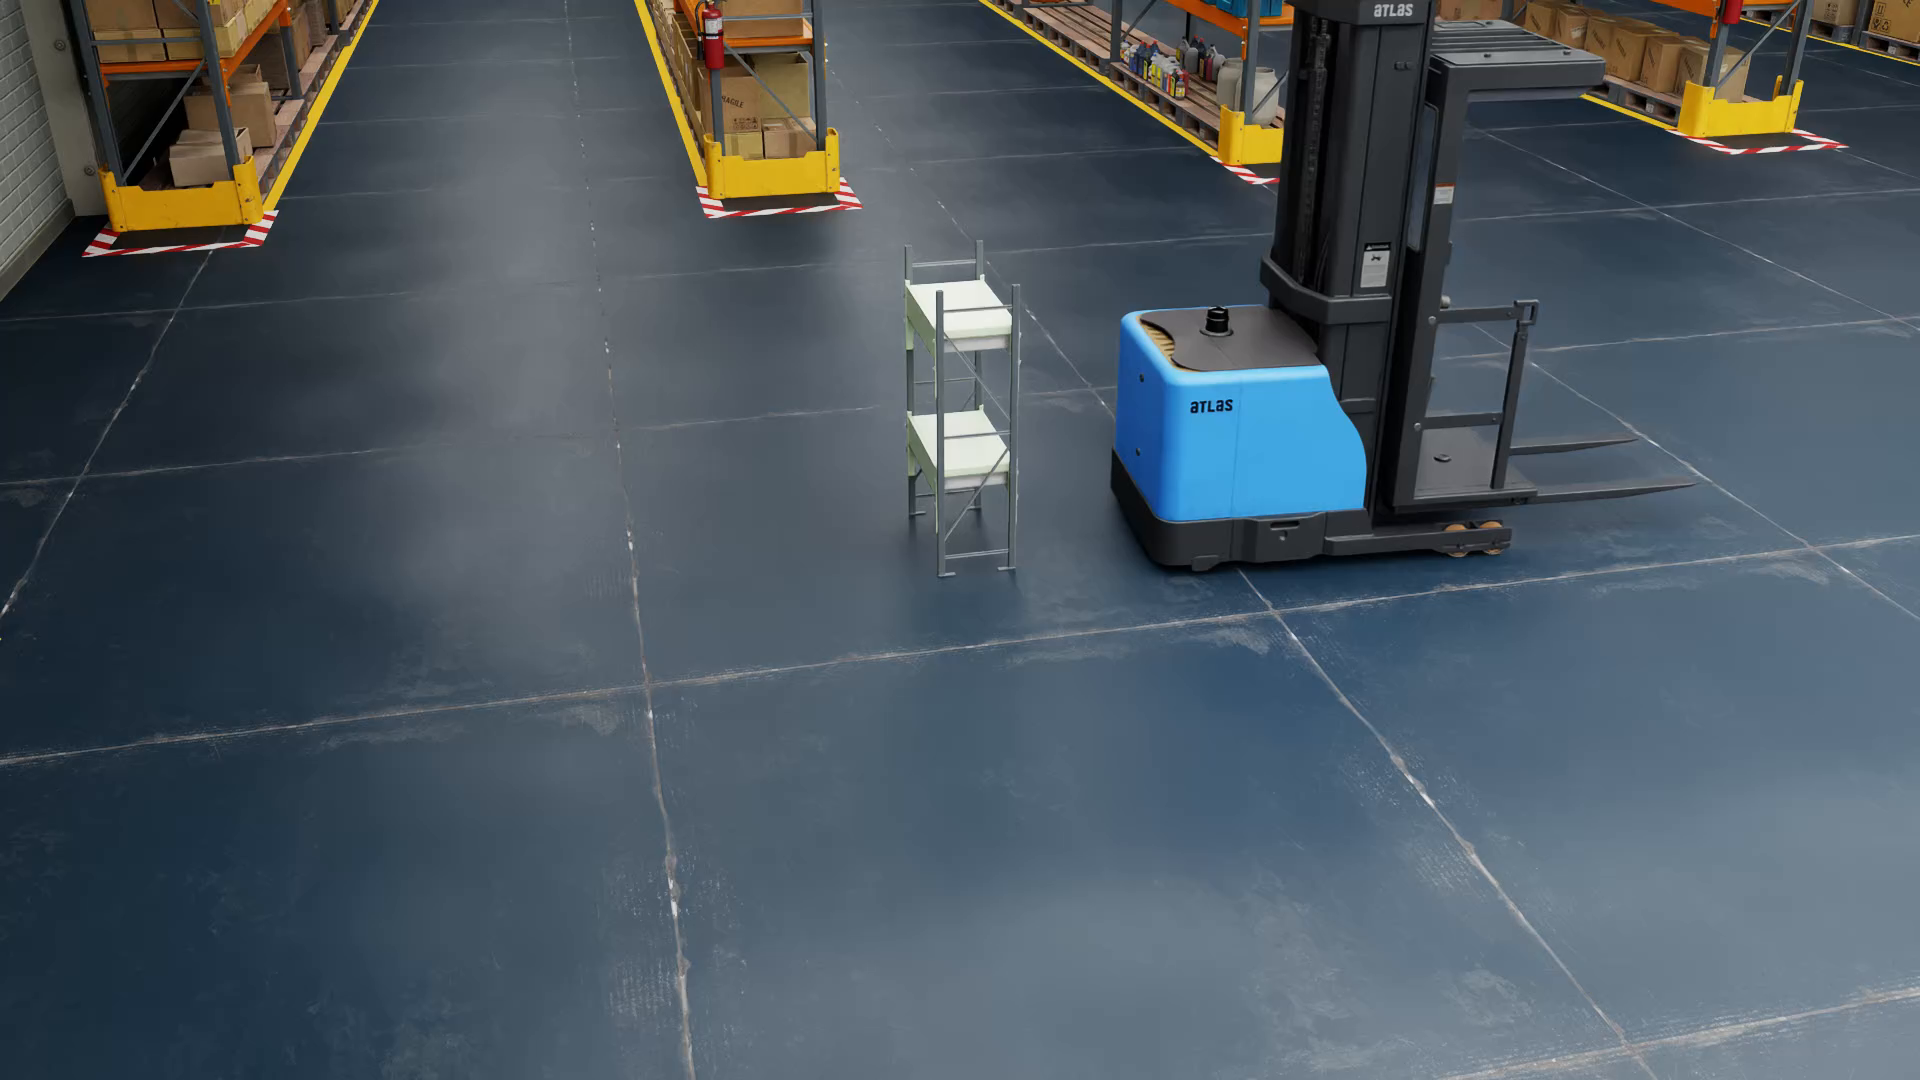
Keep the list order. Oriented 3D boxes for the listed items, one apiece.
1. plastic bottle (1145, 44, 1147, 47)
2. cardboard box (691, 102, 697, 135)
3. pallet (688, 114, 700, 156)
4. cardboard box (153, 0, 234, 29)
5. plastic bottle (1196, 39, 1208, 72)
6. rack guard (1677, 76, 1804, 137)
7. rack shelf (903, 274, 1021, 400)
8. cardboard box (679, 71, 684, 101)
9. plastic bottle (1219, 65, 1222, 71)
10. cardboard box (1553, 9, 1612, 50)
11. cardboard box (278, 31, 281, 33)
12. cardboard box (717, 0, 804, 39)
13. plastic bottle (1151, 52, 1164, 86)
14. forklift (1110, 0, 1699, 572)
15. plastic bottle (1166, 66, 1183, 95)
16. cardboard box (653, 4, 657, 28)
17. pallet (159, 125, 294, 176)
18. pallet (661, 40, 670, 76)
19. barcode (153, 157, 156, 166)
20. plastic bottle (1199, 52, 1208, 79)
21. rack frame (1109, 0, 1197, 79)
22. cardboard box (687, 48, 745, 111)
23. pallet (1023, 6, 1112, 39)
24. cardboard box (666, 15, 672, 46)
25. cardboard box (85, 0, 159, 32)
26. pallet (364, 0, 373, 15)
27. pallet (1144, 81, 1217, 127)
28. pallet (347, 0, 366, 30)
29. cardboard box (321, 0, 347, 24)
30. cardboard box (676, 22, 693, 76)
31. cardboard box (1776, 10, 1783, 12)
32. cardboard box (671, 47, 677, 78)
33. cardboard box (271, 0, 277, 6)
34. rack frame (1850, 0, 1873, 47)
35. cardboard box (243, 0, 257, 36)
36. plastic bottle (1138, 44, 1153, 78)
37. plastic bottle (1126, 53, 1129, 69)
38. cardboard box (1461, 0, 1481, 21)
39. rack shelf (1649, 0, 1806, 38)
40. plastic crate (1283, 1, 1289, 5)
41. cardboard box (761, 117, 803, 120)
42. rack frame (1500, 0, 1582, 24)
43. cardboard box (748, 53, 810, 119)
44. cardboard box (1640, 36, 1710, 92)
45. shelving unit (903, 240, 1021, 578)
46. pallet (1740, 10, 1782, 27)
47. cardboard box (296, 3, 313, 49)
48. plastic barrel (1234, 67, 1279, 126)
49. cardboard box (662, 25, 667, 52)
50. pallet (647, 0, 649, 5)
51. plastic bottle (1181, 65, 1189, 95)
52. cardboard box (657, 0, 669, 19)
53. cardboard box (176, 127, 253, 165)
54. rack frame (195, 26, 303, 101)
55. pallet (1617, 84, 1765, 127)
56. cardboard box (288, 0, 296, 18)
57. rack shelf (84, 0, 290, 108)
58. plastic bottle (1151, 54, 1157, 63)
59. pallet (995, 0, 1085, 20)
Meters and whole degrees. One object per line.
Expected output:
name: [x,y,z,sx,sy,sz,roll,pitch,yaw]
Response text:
plastic bottle: [2.090,-5.429,18.703,0.061,0.283,0.133,-6,27,-12]
cardboard box: [-2.331,-4.103,16.136,0.500,0.250,0.500,-6,27,-12]
pallet: [-2.168,-4.122,16.681,1.003,0.211,1.213,-6,27,-12]
cardboard box: [-6.324,-4.513,13.673,0.500,0.500,0.500,-6,27,-12]
plastic bottle: [2.711,-5.434,18.638,0.144,0.351,0.185,-7,28,-14]
rack guard: [7.952,-4.422,16.956,1.175,0.500,0.348,-6,27,-12]
rack shelf: [0.002,-1.015,8.230,0.431,0.370,0.720,-6,27,-12]
cardboard box: [-2.668,-4.762,17.441,0.500,0.250,0.500,-6,27,-12]
plastic bottle: [2.870,-5.105,18.152,0.097,0.201,0.097,0,27,0]
cardboard box: [7.255,-5.902,19.422,0.500,0.500,0.500,2,27,5]
cardboard box: [-7.758,-5.375,18.357,0.700,0.500,0.500,-6,27,-13]
cardboard box: [-1.776,-4.751,14.723,0.700,0.500,0.500,-6,27,-12]
plastic bottle: [2.158,-5.106,17.988,0.144,0.351,0.185,-6,27,-12]
forklift: [2.393,-1.451,8.371,3.031,2.935,1.130,-4,27,-8]
plastic bottle: [2.272,-4.857,17.579,0.152,0.276,0.135,-6,27,-11]
cardboard box: [-3.655,-6.713,21.306,0.500,0.250,0.500,-6,27,-12]
pallet: [-6.946,-3.679,15.805,1.003,0.211,1.213,-6,27,-12]
pallet: [-3.068,-5.868,20.141,1.003,0.211,1.213,-6,27,-12]
barcode: [-6.971,-3.276,14.397,0.001,0.075,0.075,-6,27,-12]
plastic bottle: [2.690,-5.240,18.330,0.061,0.283,0.133,-6,27,-12]
rack frame: [2.242,-6.758,18.810,1.000,3.000,0.127,-6,27,-12]
cardboard box: [-2.334,-4.438,15.967,0.500,0.500,0.500,-6,27,-12]
pallet: [1.477,-6.925,22.235,1.003,0.211,1.213,-6,27,-12]
cardboard box: [-3.079,-5.843,18.961,0.500,0.311,0.500,-5,27,-10]
cardboard box: [-6.822,-4.458,13.565,0.500,0.500,0.500,-6,27,-12]
pallet: [-8.966,-7.688,23.747,1.003,0.211,1.213,-6,27,-12]
pallet: [2.631,-4.677,17.782,1.003,0.211,1.213,-6,27,-12]
pallet: [-8.688,-7.151,22.684,1.003,0.211,1.213,-6,27,-12]
cardboard box: [-8.350,-7.072,21.351,0.750,0.750,0.750,-6,27,-12]
cardboard box: [-2.665,-5.097,17.273,0.500,0.500,0.500,-6,27,-12]
cardboard box: [11.481,-7.590,22.490,1.050,0.750,0.750,-6,27,-12]
cardboard box: [-2.961,-5.369,18.644,0.500,0.250,0.500,-6,27,-12]
cardboard box: [-6.904,-5.297,16.060,0.500,0.250,0.500,-6,27,-11]
rack frame: [11.922,-7.720,20.716,1.000,3.000,0.127,-6,27,-12]
cardboard box: [-6.550,-4.635,14.748,0.500,0.250,0.500,-6,27,-12]
plastic bottle: [2.062,-5.292,18.358,0.144,0.351,0.185,-7,28,-14]
plastic bottle: [1.932,-5.431,18.799,0.097,0.201,0.097,0,27,0]
cardboard box: [6.861,-6.824,21.227,0.700,0.500,0.500,-6,27,-12]
rack shelf: [7.518,-6.062,18.229,1.077,0.370,4.000,-6,27,-12]
plastic crate: [3.255,-5.310,16.233,0.298,0.136,0.250,-6,27,-12]
cardboard box: [-1.704,-3.937,15.808,0.500,0.250,0.500,-6,27,-12]
rack frame: [7.067,-7.261,19.806,1.000,3.000,0.127,-6,27,-12]
cardboard box: [-1.702,-4.272,15.639,0.500,0.500,0.500,-6,27,-12]
cardboard box: [7.676,-5.111,17.855,0.500,0.500,0.500,1,27,2]
shelving unit: [0.002,-0.667,8.406,0.431,1.500,0.755,-6,27,-12]
pallet: [11.397,-7.343,23.064,1.003,0.211,1.213,-6,27,-12]
cardboard box: [-8.096,-6.039,19.673,0.700,0.500,0.500,-6,27,-12]
plastic barrel: [2.920,-4.360,16.354,0.421,0.512,0.421,0,27,0]
cardboard box: [-3.302,-6.039,19.972,0.500,0.250,0.500,-5,27,-11]
pallet: [-4.168,-8.170,24.703,1.003,0.211,1.213,-6,27,-12]
plastic bottle: [2.376,-4.872,17.599,0.061,0.283,0.133,-6,27,-12]
cardboard box: [-3.415,-6.509,20.280,0.500,0.311,0.500,-7,28,-13]
cardboard box: [-6.706,-3.555,14.960,0.500,0.311,0.500,-4,27,-7]
rack frame: [-7.411,-5.752,16.817,1.000,3.000,0.127,-6,27,-12]
pallet: [7.803,-4.653,17.735,1.003,0.211,1.213,-6,27,-12]
cardboard box: [-7.911,-6.130,19.020,0.500,0.250,0.500,-6,27,-12]
rack shelf: [-6.960,-4.553,15.239,1.077,0.370,4.000,-6,27,-12]
plastic bottle: [2.131,-5.196,18.255,0.097,0.271,0.097,0,27,0]
pallet: [1.122,-7.611,23.594,1.003,0.211,1.213,-6,27,-12]
